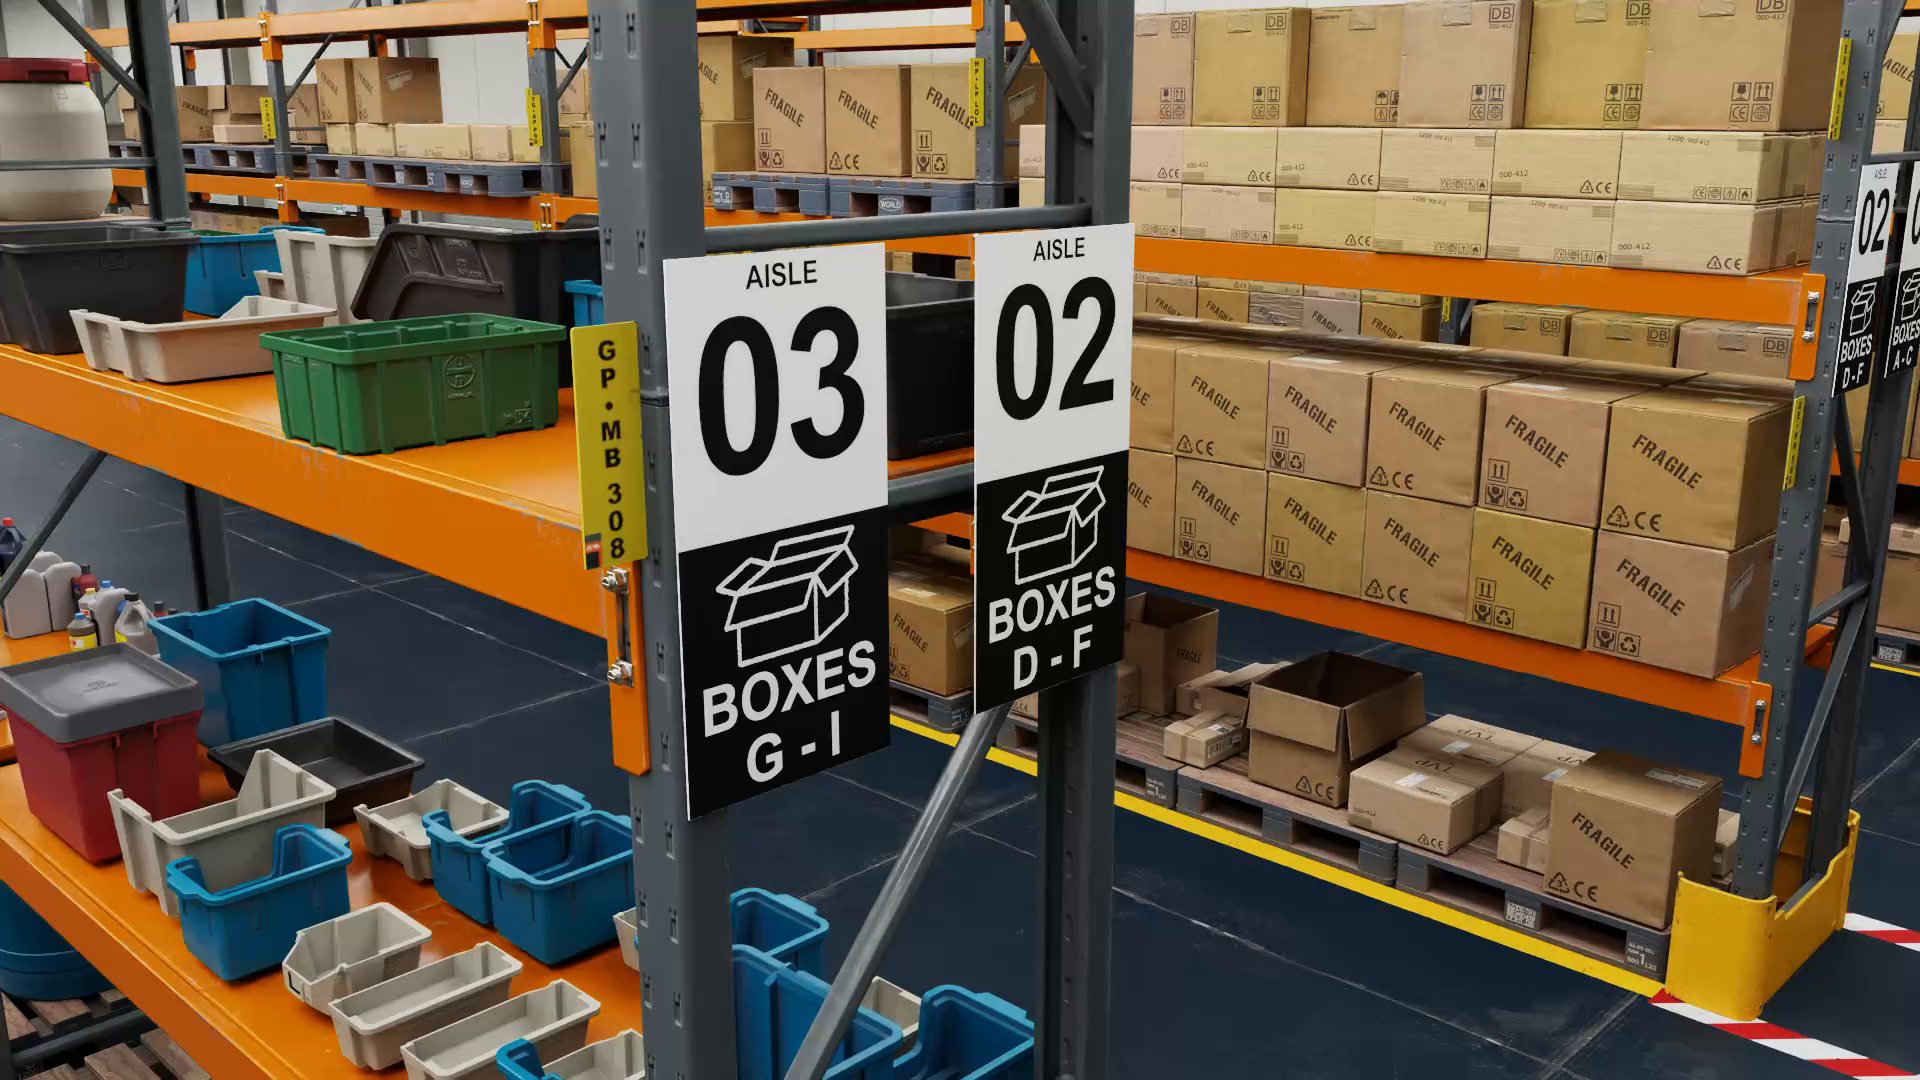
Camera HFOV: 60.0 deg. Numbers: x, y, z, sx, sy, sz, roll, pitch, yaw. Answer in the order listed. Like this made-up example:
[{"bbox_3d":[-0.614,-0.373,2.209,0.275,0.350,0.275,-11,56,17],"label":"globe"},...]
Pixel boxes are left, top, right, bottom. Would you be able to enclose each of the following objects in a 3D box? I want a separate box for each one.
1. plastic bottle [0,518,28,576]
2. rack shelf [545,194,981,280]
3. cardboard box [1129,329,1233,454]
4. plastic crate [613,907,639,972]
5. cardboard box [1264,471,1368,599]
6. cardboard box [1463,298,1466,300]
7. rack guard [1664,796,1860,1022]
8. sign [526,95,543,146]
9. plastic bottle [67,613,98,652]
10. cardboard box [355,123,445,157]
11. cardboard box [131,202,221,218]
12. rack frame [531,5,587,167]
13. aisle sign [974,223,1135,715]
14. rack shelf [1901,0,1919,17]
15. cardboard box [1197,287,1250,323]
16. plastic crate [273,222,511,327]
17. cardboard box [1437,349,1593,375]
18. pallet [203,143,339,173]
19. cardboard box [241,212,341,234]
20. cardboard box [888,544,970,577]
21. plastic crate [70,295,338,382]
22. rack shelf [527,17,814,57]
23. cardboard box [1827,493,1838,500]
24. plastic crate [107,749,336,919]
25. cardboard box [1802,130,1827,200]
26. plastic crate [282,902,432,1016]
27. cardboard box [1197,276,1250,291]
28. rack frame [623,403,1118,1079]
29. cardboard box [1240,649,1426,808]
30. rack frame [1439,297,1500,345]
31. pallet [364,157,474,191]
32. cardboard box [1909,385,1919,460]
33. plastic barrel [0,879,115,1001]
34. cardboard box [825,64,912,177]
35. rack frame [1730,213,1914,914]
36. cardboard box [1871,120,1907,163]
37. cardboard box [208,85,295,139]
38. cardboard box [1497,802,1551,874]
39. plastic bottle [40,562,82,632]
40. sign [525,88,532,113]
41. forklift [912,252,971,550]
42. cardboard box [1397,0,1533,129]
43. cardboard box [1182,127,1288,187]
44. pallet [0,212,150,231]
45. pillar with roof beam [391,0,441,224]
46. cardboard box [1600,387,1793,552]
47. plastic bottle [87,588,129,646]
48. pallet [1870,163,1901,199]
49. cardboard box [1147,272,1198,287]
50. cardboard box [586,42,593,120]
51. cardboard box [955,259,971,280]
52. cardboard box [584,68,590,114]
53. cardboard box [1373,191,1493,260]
[{"bbox_3d":[-4.131,0.082,7.267,0.185,0.351,0.144,14,20,42],"label":"plastic bottle"},{"bbox_3d":[-0.975,-1.878,10.170,4.000,0.370,1.077,14,20,42],"label":"rack shelf"},{"bbox_3d":[0.980,-0.733,8.117,0.500,0.500,0.500,13,19,40],"label":"cardboard box"},{"bbox_3d":[-0.708,0.979,4.129,0.298,0.136,0.250,14,20,42],"label":"plastic crate"},{"bbox_3d":[1.739,-0.069,7.549,0.500,0.500,0.500,13,20,41],"label":"cardboard box"},{"bbox_3d":[3.750,-2.017,12.911,0.500,0.250,0.500,-14,20,-42],"label":"cardboard box"},{"bbox_3d":[3.289,1.471,6.794,0.348,0.500,1.175,14,20,42],"label":"rack guard"},{"bbox_3d":[-2.806,-2.766,10.966,0.005,0.325,0.100,14,20,42],"label":"sign"},{"bbox_3d":[-3.382,0.381,6.414,0.097,0.201,0.097,0,15,0],"label":"plastic bottle"},{"bbox_3d":[-4.460,-3.202,13.288,0.500,0.250,0.500,11,18,37],"label":"cardboard box"},{"bbox_3d":[-7.809,-3.108,16.640,0.500,0.500,0.700,14,20,42],"label":"cardboard box"},{"bbox_3d":[-2.415,-4.028,11.044,0.127,3.000,1.000,14,20,42],"label":"rack frame"},{"bbox_3d":[0.161,-0.126,2.810,0.004,0.787,0.394,14,20,42],"label":"aisle sign"},{"bbox_3d":[5.340,-3.336,10.609,4.000,0.370,1.077,14,20,42],"label":"rack shelf"},{"bbox_3d":[2.300,-1.825,13.660,0.500,0.500,0.500,-14,20,-43],"label":"cardboard box"},{"bbox_3d":[-1.478,-0.665,4.320,0.530,0.282,0.437,14,20,42],"label":"plastic crate"},{"bbox_3d":[2.469,-0.561,7.456,0.500,0.500,0.500,14,20,43],"label":"cardboard box"},{"bbox_3d":[-5.926,-3.378,14.675,1.213,0.211,1.003,14,20,42],"label":"pallet"},{"bbox_3d":[-5.983,-2.666,14.943,0.500,0.500,0.700,14,20,42],"label":"cardboard box"},{"bbox_3d":[-0.106,0.352,10.219,0.500,0.500,0.500,14,20,43],"label":"cardboard box"},{"bbox_3d":[-1.756,-0.467,3.849,0.530,0.136,0.437,14,20,42],"label":"plastic crate"},{"bbox_3d":[-3.298,-5.628,18.619,4.000,0.370,1.077,14,20,42],"label":"rack shelf"},{"bbox_3d":[5.707,-0.228,11.195,0.250,0.149,0.380,14,20,43],"label":"cardboard box"},{"bbox_3d":[-2.005,0.802,4.519,0.530,0.282,0.437,14,20,42],"label":"plastic crate"},{"bbox_3d":[3.155,-1.483,6.531,0.500,0.250,0.500,14,20,42],"label":"cardboard box"},{"bbox_3d":[-1.451,1.016,3.987,0.250,0.136,0.298,14,20,42],"label":"plastic crate"},{"bbox_3d":[2.291,-2.195,13.590,0.500,0.250,0.500,13,20,41],"label":"cardboard box"},{"bbox_3d":[-0.097,1.174,2.979,0.127,3.000,1.000,14,20,42],"label":"rack frame"},{"bbox_3d":[1.821,0.898,8.115,0.637,0.503,0.797,14,20,42],"label":"cardboard box"},{"bbox_3d":[3.900,-1.325,12.567,0.127,3.000,1.000,14,20,42],"label":"rack frame"},{"bbox_3d":[-3.773,-2.783,12.589,1.003,0.211,1.213,-13,20,-42],"label":"pallet"},{"bbox_3d":[6.406,-0.857,10.178,0.980,0.700,0.700,-13,20,-42],"label":"cardboard box"},{"bbox_3d":[-3.356,1.187,6.255,0.708,0.901,0.600,14,20,42],"label":"plastic barrel"},{"bbox_3d":[-0.344,-2.391,9.480,0.600,0.600,0.600,13,20,42],"label":"cardboard box"},{"bbox_3d":[3.344,0.275,6.427,0.127,3.000,1.000,14,20,42],"label":"rack frame"},{"bbox_3d":[5.693,-2.426,10.112,0.500,0.250,0.500,13,19,40],"label":"cardboard box"},{"bbox_3d":[-6.392,-3.909,15.220,0.797,0.503,0.637,-12,19,-38],"label":"cardboard box"},{"bbox_3d":[2.553,1.296,7.257,0.250,0.166,0.380,14,20,42],"label":"cardboard box"},{"bbox_3d":[-3.712,0.221,6.880,0.135,0.276,0.152,14,20,42],"label":"plastic bottle"},{"bbox_3d":[-5.115,-5.201,19.761,0.005,0.325,0.100,14,20,42],"label":"sign"},{"bbox_3d":[0.402,-1.298,12.599,1.130,2.935,3.031,-12,19,-38],"label":"forklift"},{"bbox_3d":[2.227,-1.967,6.900,0.500,0.500,0.700,14,20,42],"label":"cardboard box"},{"bbox_3d":[1.355,-1.739,7.513,0.500,0.250,0.500,14,20,42],"label":"cardboard box"},{"bbox_3d":[-3.608,-1.006,5.770,1.003,0.211,1.213,14,20,42],"label":"pallet"},{"bbox_3d":[-10.941,-6.631,21.035,0.400,9.000,9.100,14,20,42],"label":"pillar with roof beam"},{"bbox_3d":[2.833,-0.285,6.396,0.500,0.500,0.500,13,20,42],"label":"cardboard box"},{"bbox_3d":[-3.308,0.319,6.504,0.135,0.276,0.152,14,20,42],"label":"plastic bottle"},{"bbox_3d":[6.238,-2.161,10.005,1.213,0.211,1.003,14,20,42],"label":"pallet"},{"bbox_3d":[1.919,-2.283,13.929,0.500,0.250,0.500,14,20,43],"label":"cardboard box"},{"bbox_3d":[-2.105,-3.031,10.986,0.500,0.500,0.500,14,20,42],"label":"cardboard box"},{"bbox_3d":[0.254,-2.459,15.851,0.500,0.500,0.700,11,18,37],"label":"cardboard box"},{"bbox_3d":[-3.927,-5.122,18.972,0.500,0.500,0.500,-14,20,-43],"label":"cardboard box"},{"bbox_3d":[2.070,-1.321,6.900,0.500,0.250,0.500,14,20,42],"label":"cardboard box"}]
